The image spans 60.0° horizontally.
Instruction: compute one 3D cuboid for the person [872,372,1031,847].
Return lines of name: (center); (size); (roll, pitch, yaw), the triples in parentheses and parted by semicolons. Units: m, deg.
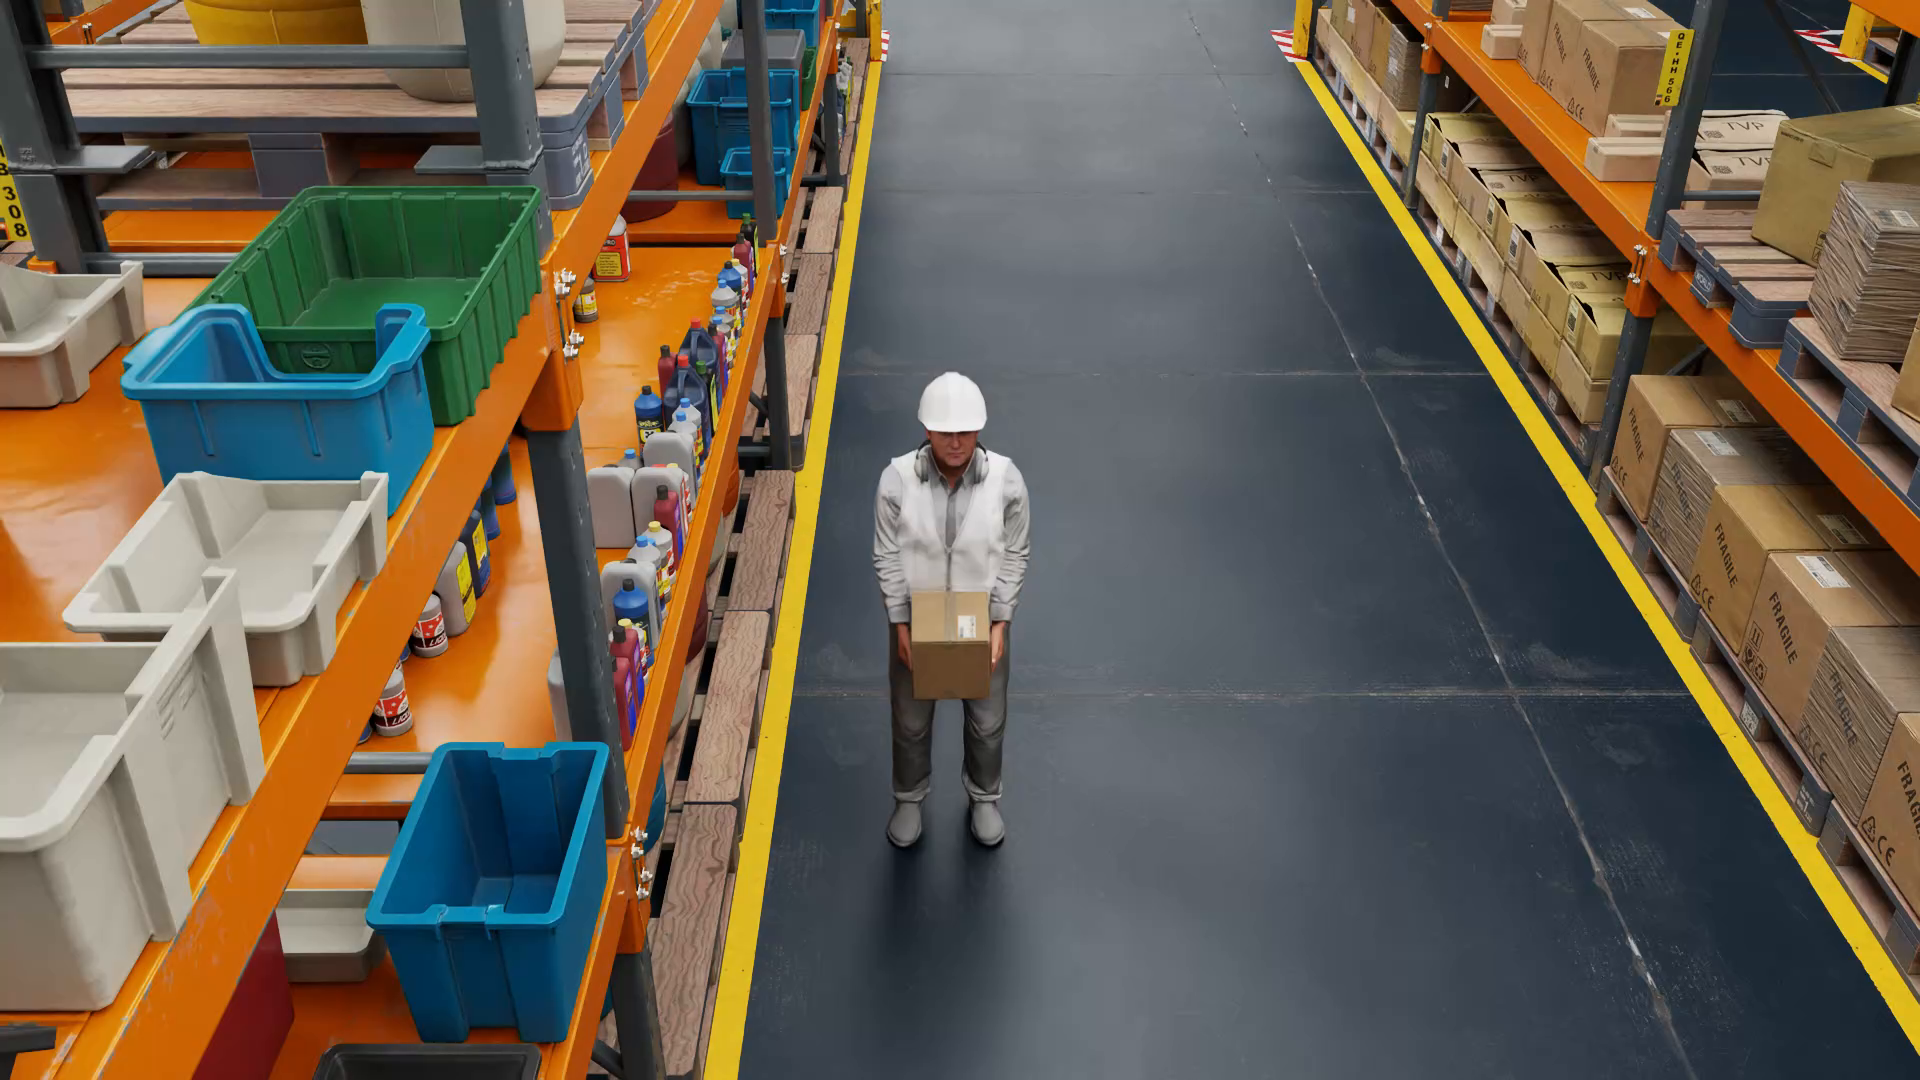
person: (-0.028, 0.294, 5.620); (0.528, 1.778, 0.529); (0, 31, -1)
